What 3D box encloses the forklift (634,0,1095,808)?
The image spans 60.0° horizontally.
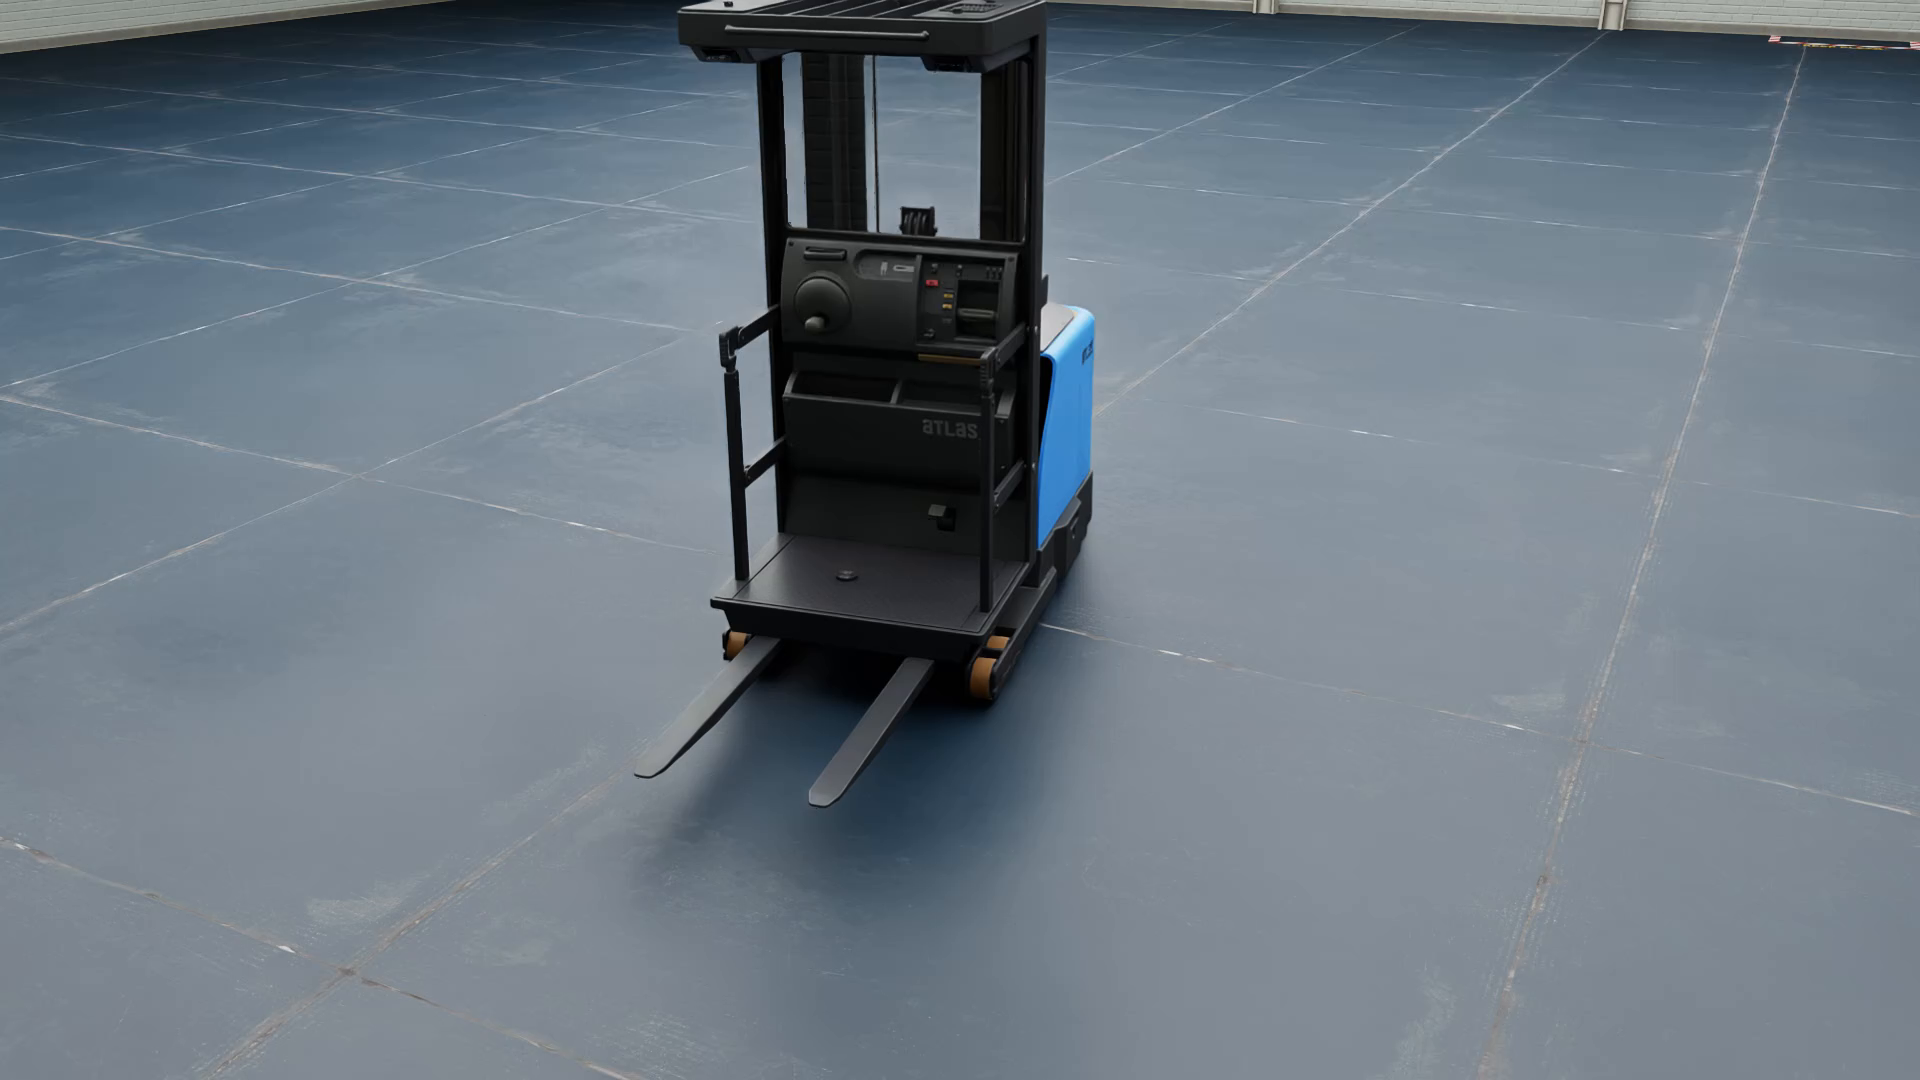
[{"bbox_3d":[-0.299,-0.912,6.149,1.130,2.935,3.031,7,24,16],"label":"forklift"}]

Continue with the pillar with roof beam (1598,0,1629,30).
[{"bbox_3d":[9.009,-11.230,22.658,0.400,9.000,9.100,11,25,25],"label":"pillar with roof beam"}]

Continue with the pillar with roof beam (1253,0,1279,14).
[{"bbox_3d":[3.655,-12.290,25.149,0.400,9.000,9.100,11,25,25],"label":"pillar with roof beam"}]
